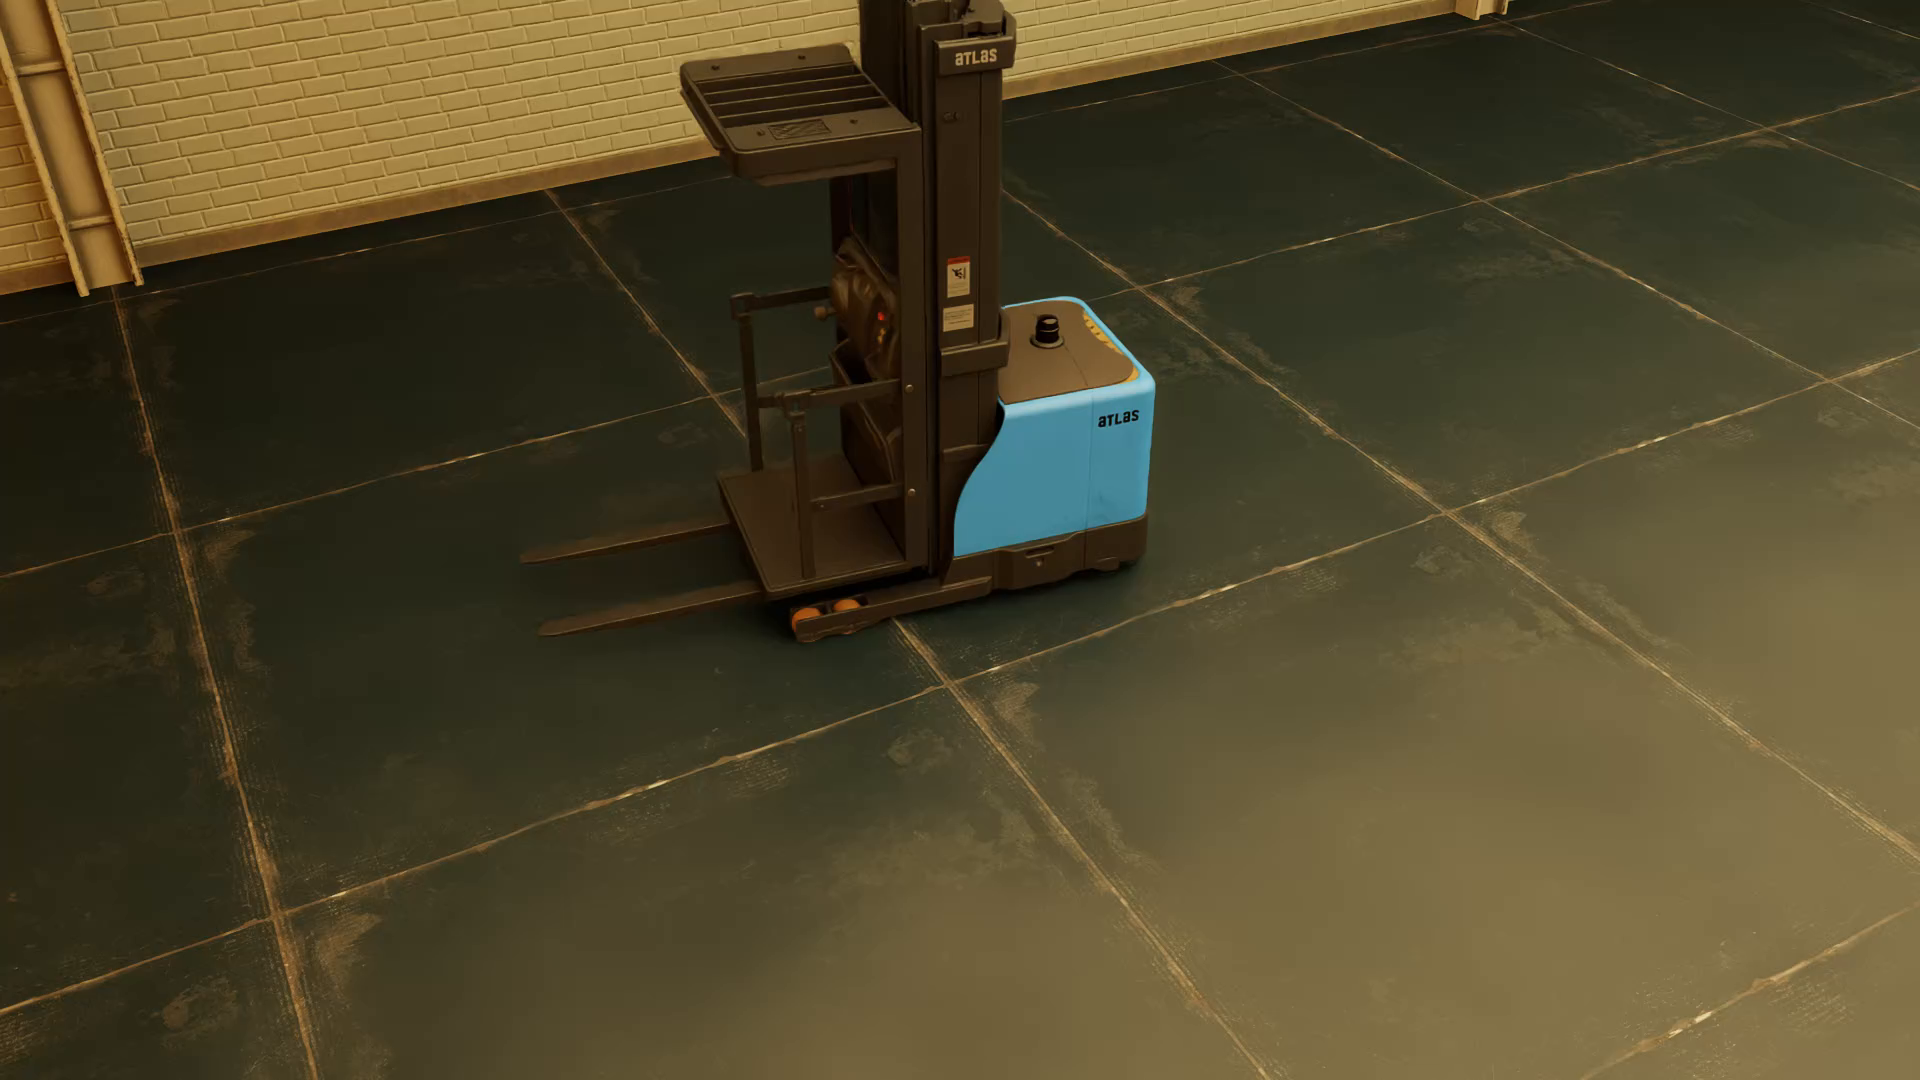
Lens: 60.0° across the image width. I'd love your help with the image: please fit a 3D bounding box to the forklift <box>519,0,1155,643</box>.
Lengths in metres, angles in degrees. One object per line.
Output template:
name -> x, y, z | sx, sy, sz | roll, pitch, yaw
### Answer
forklift -> -0.627, -1.050, 7.609 | 3.031, 2.935, 1.130 | -12, 37, -16
